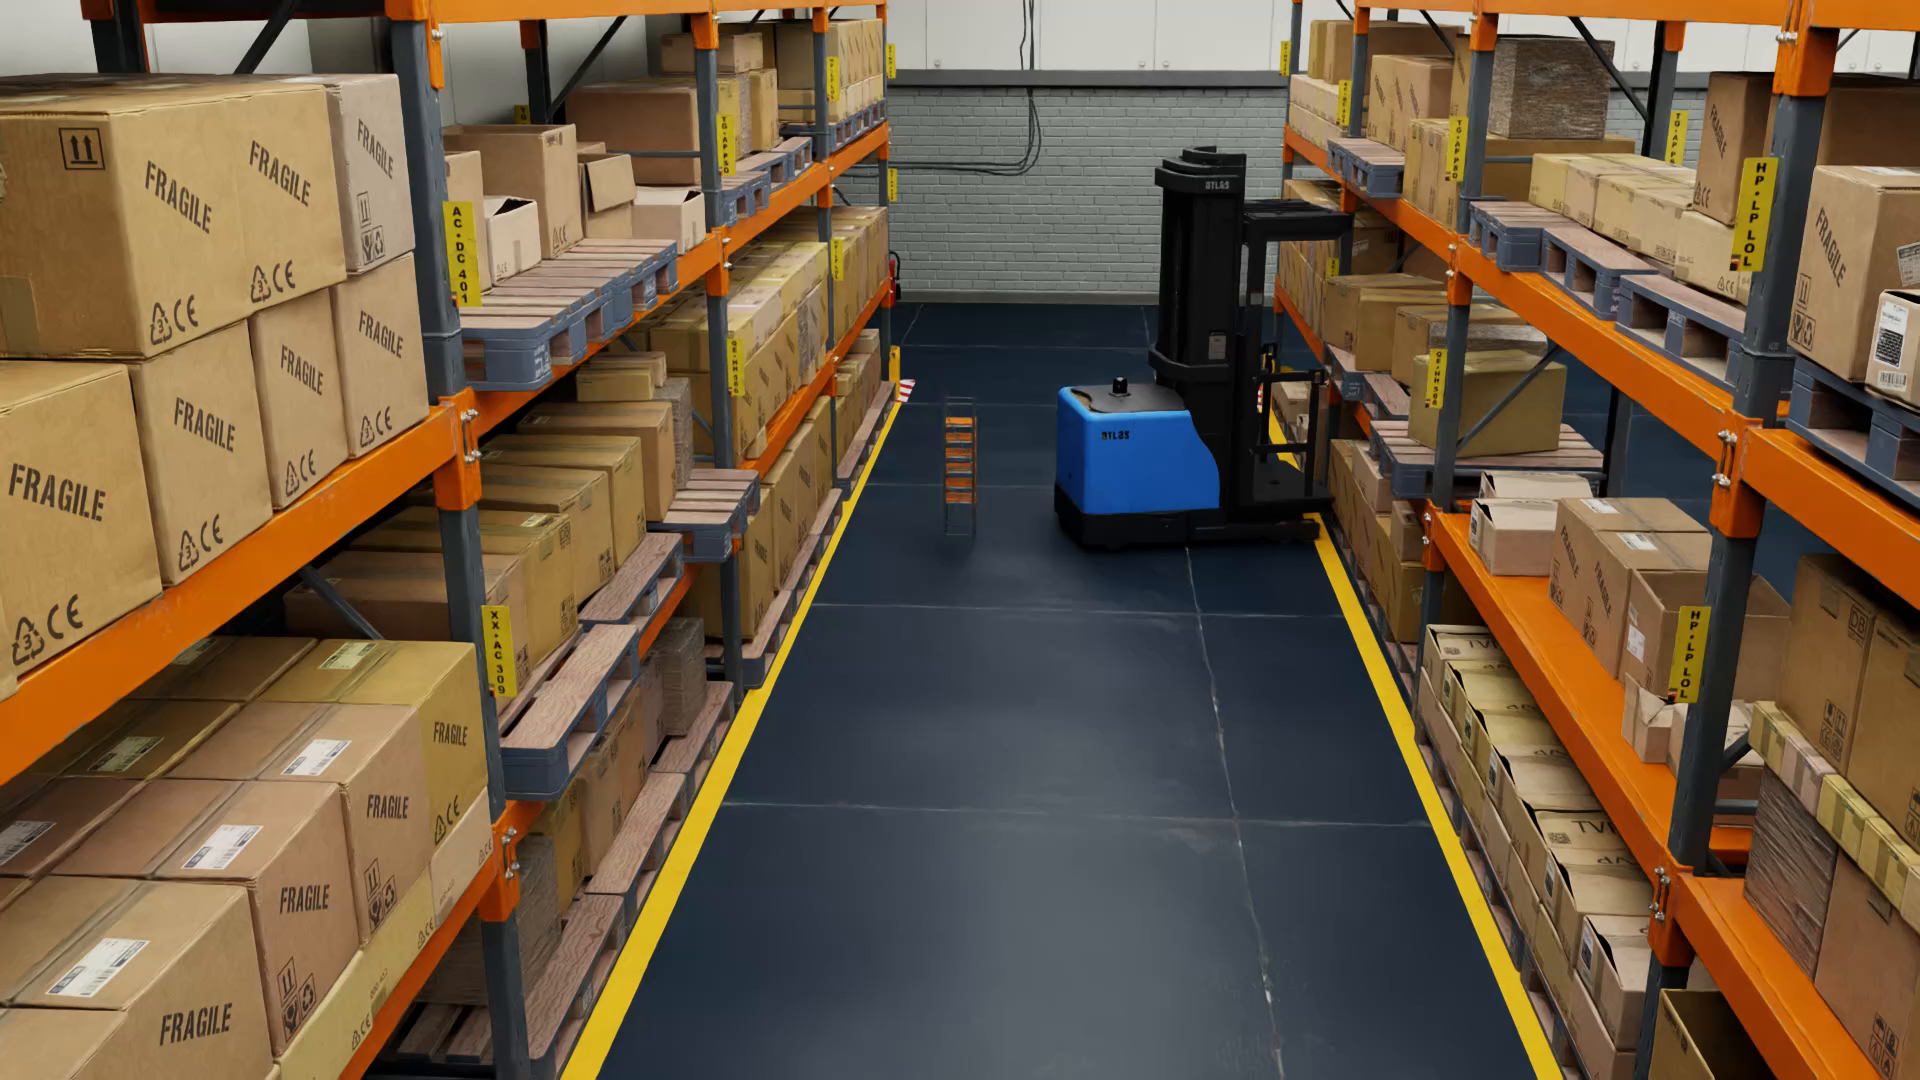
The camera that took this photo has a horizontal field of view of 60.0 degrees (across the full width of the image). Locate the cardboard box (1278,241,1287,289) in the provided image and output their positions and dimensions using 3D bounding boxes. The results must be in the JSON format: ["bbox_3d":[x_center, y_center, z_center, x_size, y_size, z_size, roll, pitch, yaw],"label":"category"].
[{"bbox_3d":[3.418,-2.757,16.359,0.500,0.500,0.500,2,18,5],"label":"cardboard box"}]

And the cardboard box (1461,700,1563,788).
[{"bbox_3d":[2.740,0.962,8.012,0.500,0.311,0.500,1,18,2],"label":"cardboard box"}]

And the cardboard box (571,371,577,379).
[{"bbox_3d":[-2.031,-0.817,9.929,0.500,0.500,0.500,1,18,4],"label":"cardboard box"}]

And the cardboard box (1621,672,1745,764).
[{"bbox_3d":[2.732,0.672,6.270,0.396,0.266,0.258,1,18,3],"label":"cardboard box"}]

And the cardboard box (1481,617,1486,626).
[{"bbox_3d":[3.489,0.324,10.424,0.500,0.500,0.500,1,18,2],"label":"cardboard box"}]

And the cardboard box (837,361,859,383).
[{"bbox_3d":[-1.116,-1.523,15.051,0.380,0.149,0.250,1,18,2],"label":"cardboard box"}]

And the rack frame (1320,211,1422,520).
[{"bbox_3d":[3.426,-1.599,12.986,1.000,3.000,0.127,1,18,4],"label":"rack frame"}]

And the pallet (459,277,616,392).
[{"bbox_3d":[-1.939,-0.749,5.877,1.213,0.211,1.003,1,18,4],"label":"pallet"}]

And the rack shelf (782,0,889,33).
[{"bbox_3d":[-1.372,-4.649,14.456,1.077,0.370,4.000,1,18,4],"label":"rack shelf"}]

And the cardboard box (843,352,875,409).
[{"bbox_3d":[-1.215,-1.587,16.290,0.700,0.500,0.500,1,18,4],"label":"cardboard box"}]

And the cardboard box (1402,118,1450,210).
[{"bbox_3d":[3.210,-2.286,10.104,0.910,0.500,0.500,1,18,4],"label":"cardboard box"}]

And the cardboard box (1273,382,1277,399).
[{"bbox_3d":[3.322,-1.504,16.539,0.380,0.166,0.250,1,18,4],"label":"cardboard box"}]

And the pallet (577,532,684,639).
[{"bbox_3d":[-1.903,0.241,7.679,1.003,0.211,1.213,1,18,4],"label":"pallet"}]

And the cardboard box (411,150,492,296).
[{"bbox_3d":[-1.970,-1.064,5.702,0.500,0.500,0.500,4,19,12],"label":"cardboard box"}]

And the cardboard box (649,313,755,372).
[{"bbox_3d":[-1.510,-1.165,9.787,0.500,0.250,0.500,2,18,5],"label":"cardboard box"}]

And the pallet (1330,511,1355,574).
[{"bbox_3d":[3.405,-0.020,12.647,1.003,0.211,1.213,1,18,4],"label":"pallet"}]

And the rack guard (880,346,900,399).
[{"bbox_3d":[-1.227,-1.770,17.523,1.175,0.500,0.348,1,18,4],"label":"rack guard"}]

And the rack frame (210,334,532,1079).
[{"bbox_3d":[-2.089,0.776,5.737,1.000,3.000,0.127,1,18,4],"label":"rack frame"}]

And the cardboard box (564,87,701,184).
[{"bbox_3d":[-1.825,-2.297,9.432,0.700,0.500,0.500,0,18,0],"label":"cardboard box"}]

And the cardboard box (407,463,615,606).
[{"bbox_3d":[-1.955,-0.016,7.289,0.700,0.500,0.500,4,19,11],"label":"cardboard box"}]

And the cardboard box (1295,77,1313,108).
[{"bbox_3d":[3.373,-4.124,15.313,0.500,0.250,0.500,1,18,4],"label":"cardboard box"}]

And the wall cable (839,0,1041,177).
[{"bbox_3d":[-0.467,-6.075,21.997,3.097,2.526,0.112,1,18,4],"label":"wall cable"}]

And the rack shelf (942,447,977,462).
[{"bbox_3d":[-0.001,-0.637,12.699,0.258,0.103,0.180,1,18,4],"label":"rack shelf"}]

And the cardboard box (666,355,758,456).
[{"bbox_3d":[-1.512,-0.810,9.906,0.500,0.500,0.500,2,18,6],"label":"cardboard box"}]

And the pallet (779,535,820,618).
[{"bbox_3d":[-1.580,0.238,11.858,1.003,0.211,1.213,1,18,4],"label":"pallet"}]

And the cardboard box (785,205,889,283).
[{"bbox_3d":[-1.255,-2.935,16.580,0.980,0.700,0.700,2,18,6],"label":"cardboard box"}]

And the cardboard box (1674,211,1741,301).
[{"bbox_3d":[2.943,-1.030,5.998,0.500,0.250,0.500,0,18,-1],"label":"cardboard box"}]

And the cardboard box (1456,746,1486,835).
[{"bbox_3d":[2.742,1.224,8.111,0.500,0.250,0.500,1,18,2],"label":"cardboard box"}]

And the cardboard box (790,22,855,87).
[{"bbox_3d":[-1.154,-4.041,13.823,0.500,0.500,0.500,1,18,3],"label":"cardboard box"}]

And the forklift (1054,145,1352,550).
[{"bbox_3d":[2.328,-1.525,12.870,3.031,2.935,1.130,-3,18,-10],"label":"forklift"}]

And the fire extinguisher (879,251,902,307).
[{"bbox_3d":[-0.758,-2.773,17.293,0.296,0.674,0.183,1,18,4],"label":"fire extinguisher"}]

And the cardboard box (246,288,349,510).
[{"bbox_3d":[-1.928,-0.387,4.277,0.500,0.500,0.500,0,18,-1],"label":"cardboard box"}]

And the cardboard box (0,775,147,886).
[{"bbox_3d":[-2.413,0.938,4.247,0.500,0.500,0.500,2,18,5],"label":"cardboard box"}]

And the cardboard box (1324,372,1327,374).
[{"bbox_3d":[3.919,-1.688,16.566,0.500,0.500,0.500,1,18,4],"label":"cardboard box"}]

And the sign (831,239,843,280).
[{"bbox_3d":[-0.974,-2.212,13.124,0.100,0.325,0.005,1,18,4],"label":"sign"}]

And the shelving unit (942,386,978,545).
[{"bbox_3d":[-0.001,-0.566,12.722,0.258,1.200,0.189,1,18,4],"label":"shelving unit"}]

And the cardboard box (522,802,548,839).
[{"bbox_3d":[-2.025,1.033,7.058,0.500,0.250,0.500,1,18,3],"label":"cardboard box"}]

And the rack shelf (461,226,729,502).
[{"bbox_3d":[-1.946,-0.929,7.278,1.077,0.370,4.000,1,18,4],"label":"rack shelf"}]

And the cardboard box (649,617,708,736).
[{"bbox_3d":[-1.802,0.737,9.163,0.700,0.500,0.500,2,18,5],"label":"cardboard box"}]

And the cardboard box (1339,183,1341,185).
[{"bbox_3d":[3.955,-3.220,16.165,0.500,0.500,0.500,1,18,3],"label":"cardboard box"}]

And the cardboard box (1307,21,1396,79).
[{"bbox_3d":[3.572,-4.476,15.183,0.700,0.500,0.500,1,18,4],"label":"cardboard box"}]

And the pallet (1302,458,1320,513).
[{"bbox_3d":[3.476,-0.487,14.071,1.003,0.211,1.213,1,18,4],"label":"pallet"}]

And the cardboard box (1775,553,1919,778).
[{"bbox_3d":[2.827,0.359,4.765,0.700,0.500,0.500,1,18,4],"label":"cardboard box"}]

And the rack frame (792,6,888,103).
[{"bbox_3d":[-1.229,-5.802,16.177,1.000,3.000,0.127,1,18,4],"label":"rack frame"}]

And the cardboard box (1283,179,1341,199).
[{"bbox_3d":[3.418,-3.232,16.203,0.500,0.500,0.500,2,18,6],"label":"cardboard box"}]

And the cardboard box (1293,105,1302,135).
[{"bbox_3d":[3.373,-3.887,15.391,0.500,0.250,0.500,1,18,4],"label":"cardboard box"}]

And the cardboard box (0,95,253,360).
[{"bbox_3d":[-1.910,-0.687,3.586,0.500,0.500,0.500,1,18,2],"label":"cardboard box"}]

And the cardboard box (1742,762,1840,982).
[{"bbox_3d":[2.827,0.976,4.967,0.700,0.500,0.500,1,18,2],"label":"cardboard box"}]

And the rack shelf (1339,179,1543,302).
[{"bbox_3d":[3.282,-2.061,10.735,1.077,0.370,4.000,1,18,4],"label":"rack shelf"}]

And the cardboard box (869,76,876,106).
[{"bbox_3d":[-1.053,-4.157,15.381,0.500,0.250,0.500,1,18,2],"label":"cardboard box"}]

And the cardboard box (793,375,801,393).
[{"bbox_3d":[-1.359,-1.171,12.051,0.380,0.149,0.250,1,18,4],"label":"cardboard box"}]

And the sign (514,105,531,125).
[{"bbox_3d":[-2.355,-2.190,9.014,0.100,0.325,0.005,1,18,4],"label":"sign"}]
